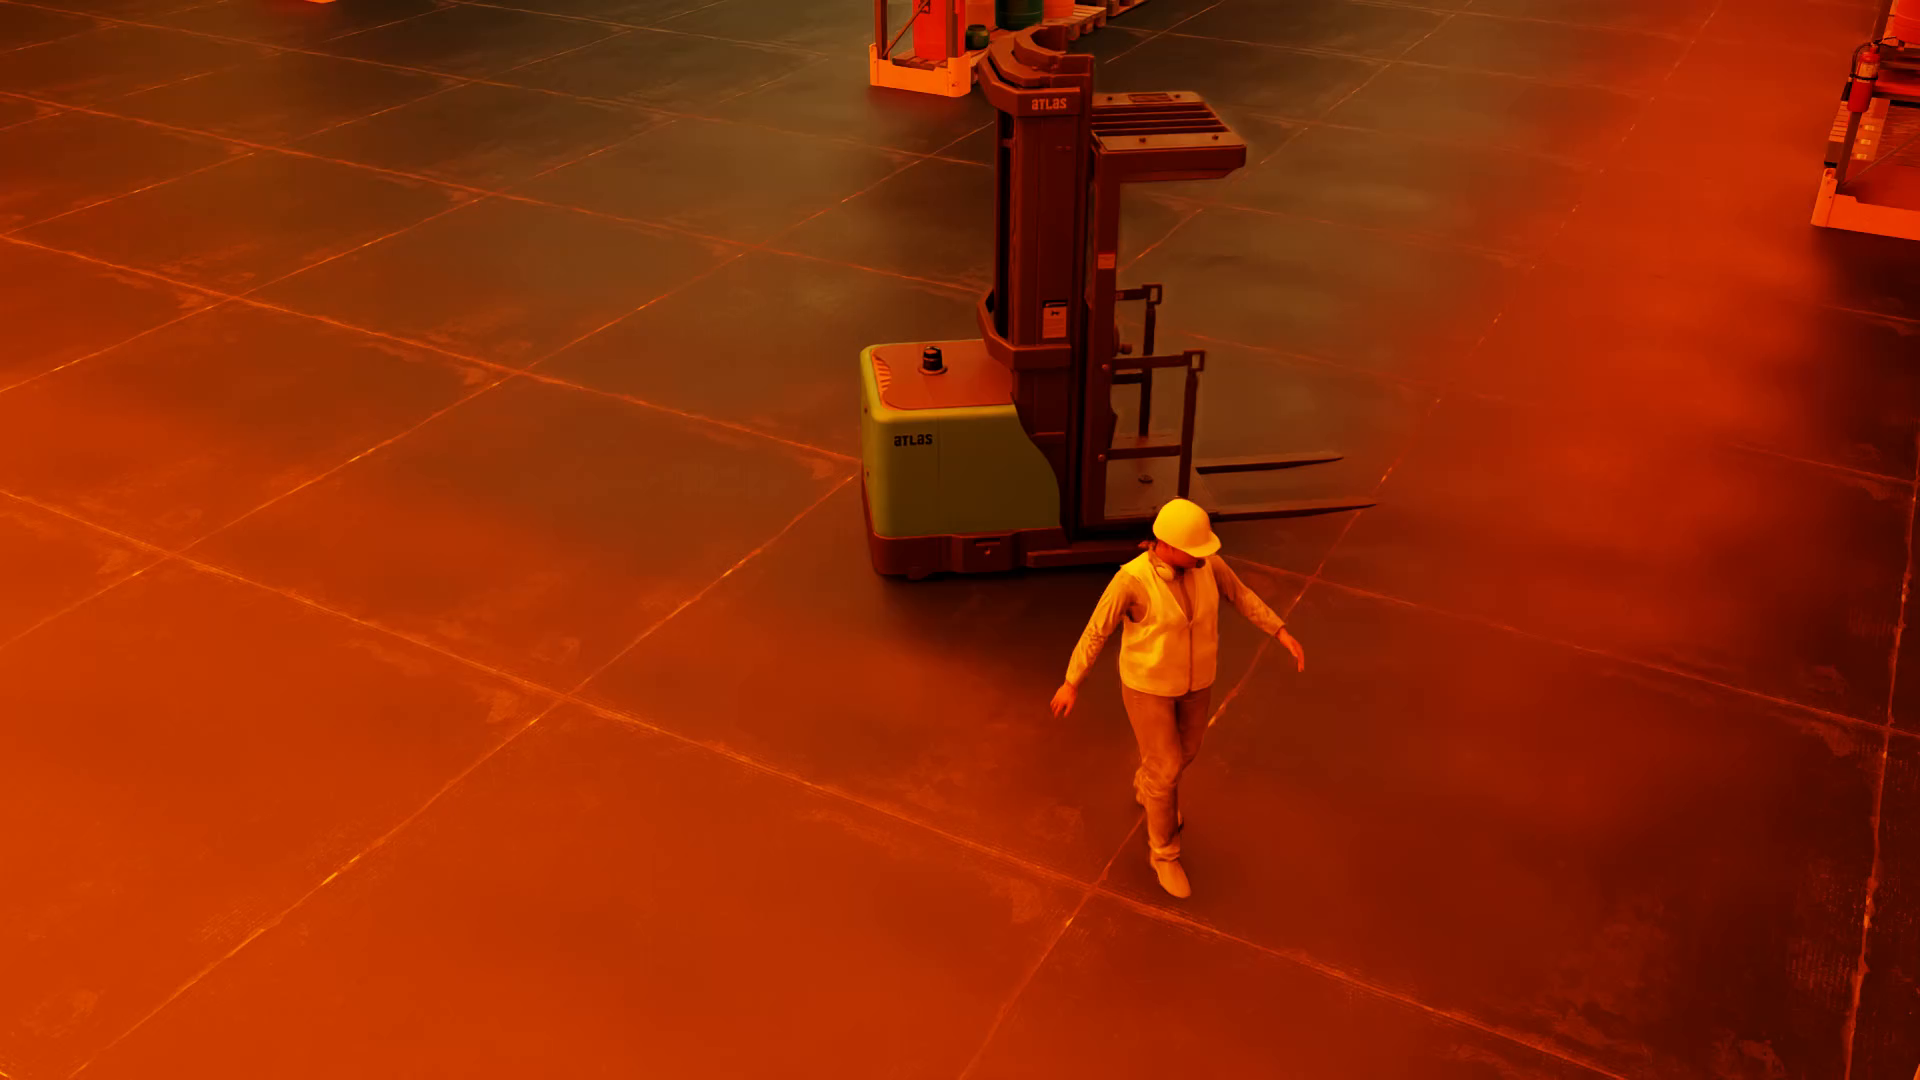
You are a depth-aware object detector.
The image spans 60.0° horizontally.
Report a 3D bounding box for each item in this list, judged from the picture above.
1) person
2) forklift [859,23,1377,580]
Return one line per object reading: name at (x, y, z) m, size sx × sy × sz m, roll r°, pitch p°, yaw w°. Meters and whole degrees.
person at (0.913, 0.646, 7.165) m, size 0.967 × 1.764 × 0.721 m, roll -15°, pitch 33°, yaw -24°
forklift at (0.950, -1.358, 9.424) m, size 3.031 × 2.935 × 1.130 m, roll -4°, pitch 30°, yaw -7°
